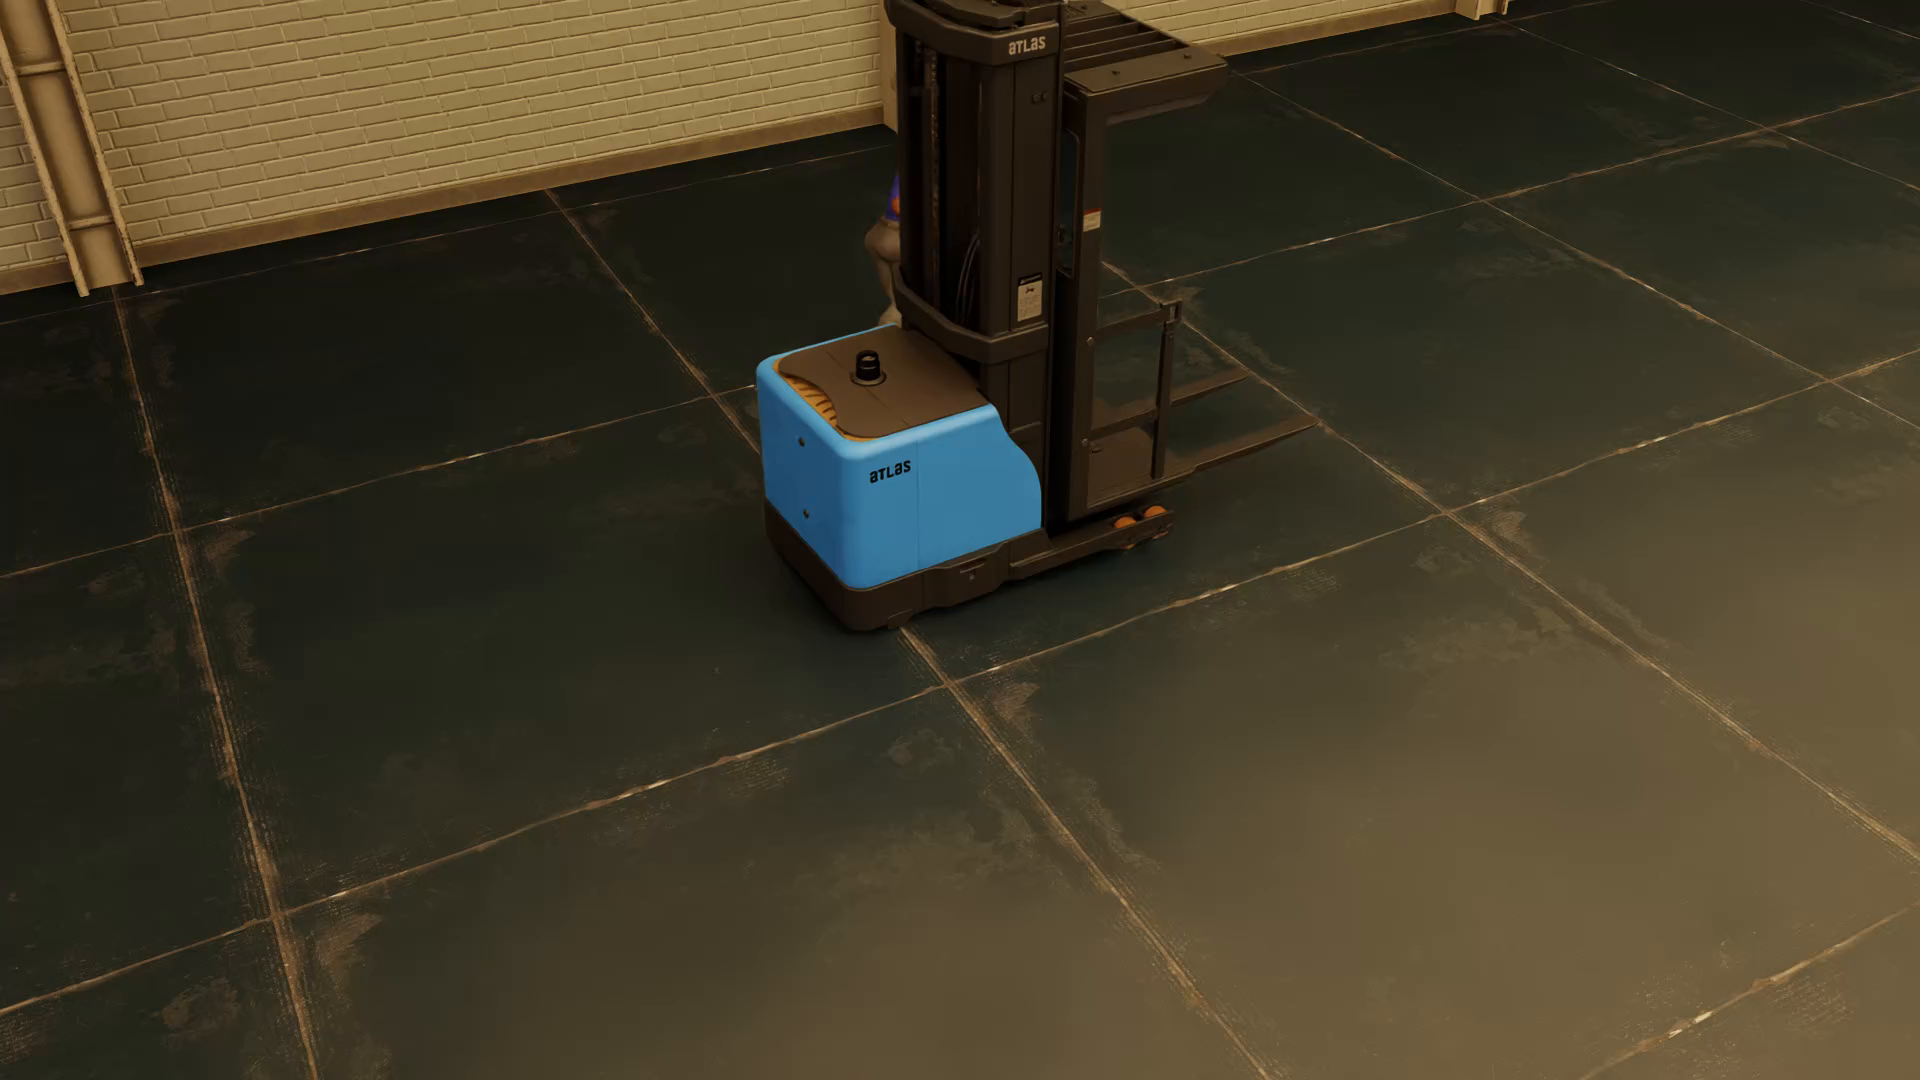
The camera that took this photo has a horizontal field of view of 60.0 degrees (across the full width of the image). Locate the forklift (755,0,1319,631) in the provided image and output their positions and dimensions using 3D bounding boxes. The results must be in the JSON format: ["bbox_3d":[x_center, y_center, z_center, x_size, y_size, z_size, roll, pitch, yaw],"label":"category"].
[{"bbox_3d":[0.524,-1.391,8.090,3.031,2.935,1.130,-19,40,-25],"label":"forklift"}]

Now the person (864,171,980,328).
[{"bbox_3d":[-0.108,-1.716,9.895,1.052,1.435,0.859,-9,36,-12],"label":"person"}]
